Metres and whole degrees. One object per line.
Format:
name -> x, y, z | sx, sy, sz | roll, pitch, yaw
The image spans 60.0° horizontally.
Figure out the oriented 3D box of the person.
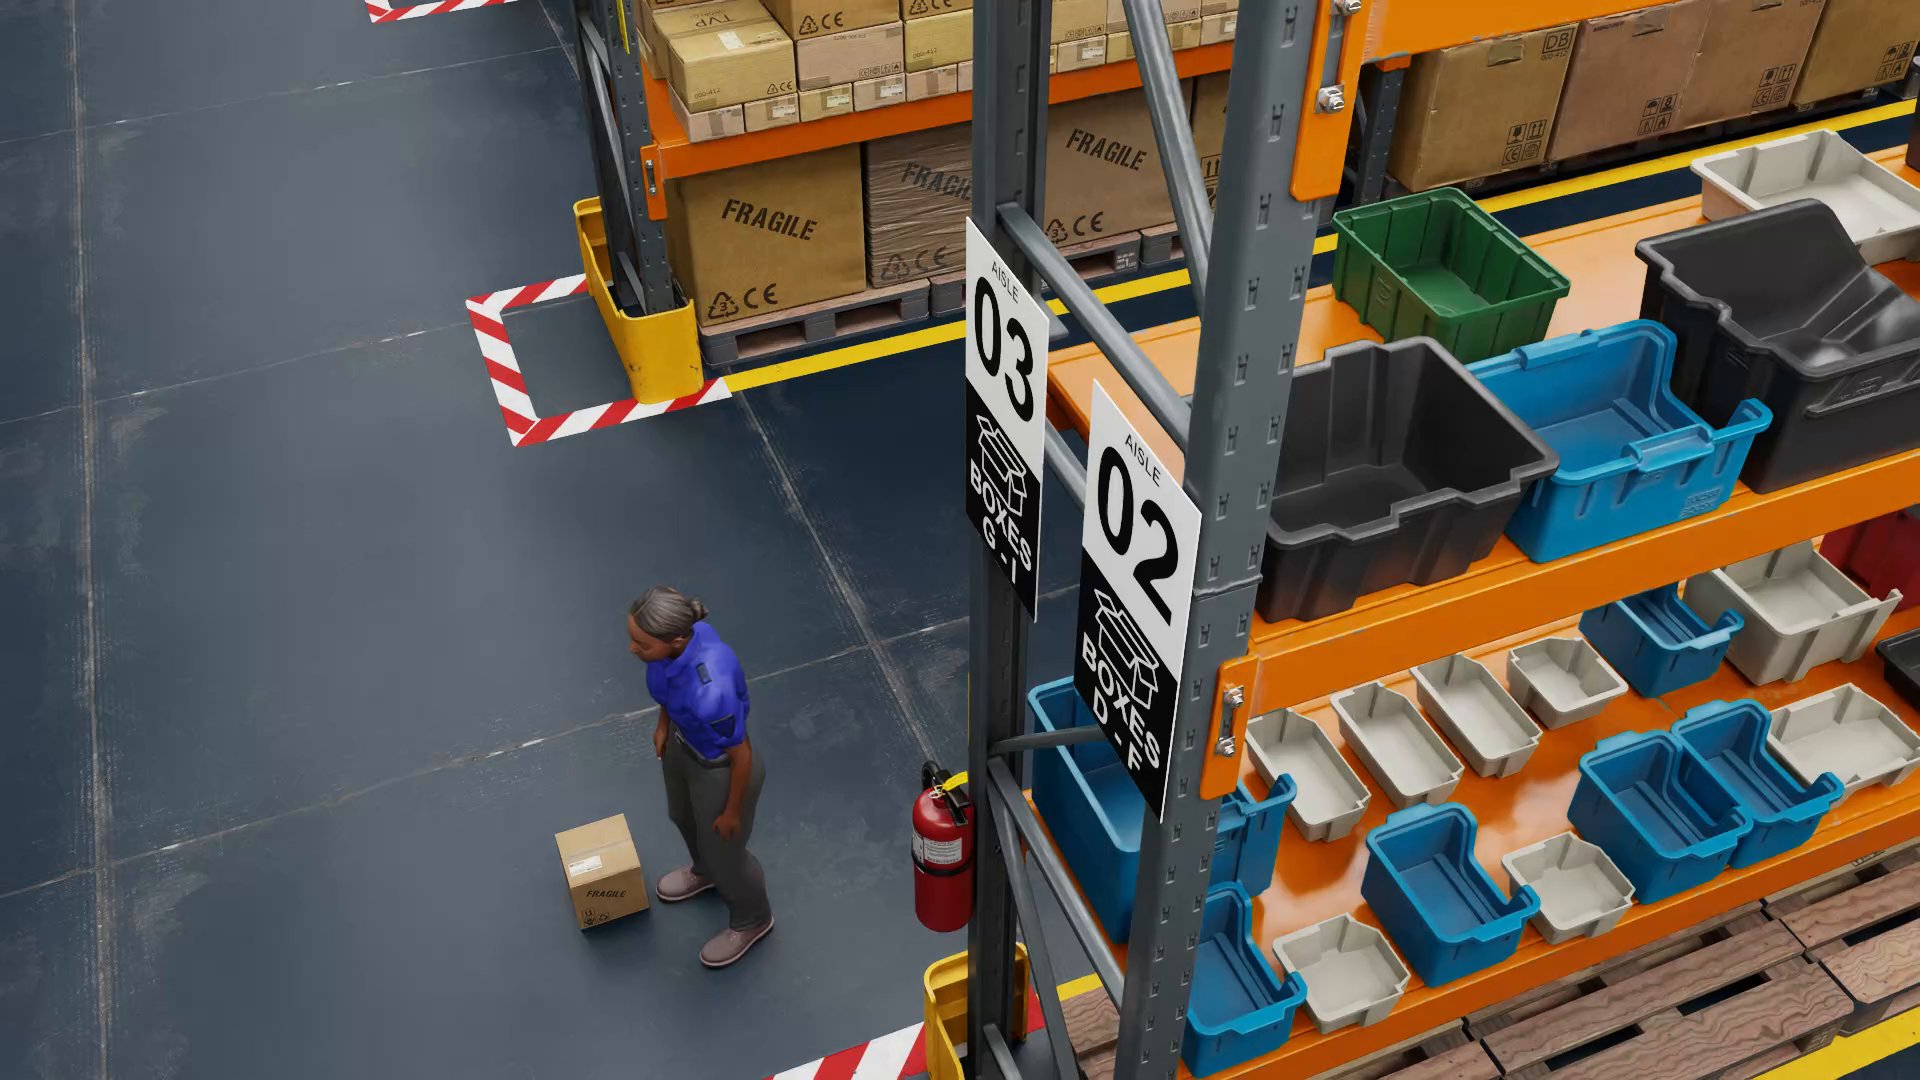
person -> -0.832, 0.724, 5.359 | 0.351, 1.655, 0.524 | -24, 47, -24
